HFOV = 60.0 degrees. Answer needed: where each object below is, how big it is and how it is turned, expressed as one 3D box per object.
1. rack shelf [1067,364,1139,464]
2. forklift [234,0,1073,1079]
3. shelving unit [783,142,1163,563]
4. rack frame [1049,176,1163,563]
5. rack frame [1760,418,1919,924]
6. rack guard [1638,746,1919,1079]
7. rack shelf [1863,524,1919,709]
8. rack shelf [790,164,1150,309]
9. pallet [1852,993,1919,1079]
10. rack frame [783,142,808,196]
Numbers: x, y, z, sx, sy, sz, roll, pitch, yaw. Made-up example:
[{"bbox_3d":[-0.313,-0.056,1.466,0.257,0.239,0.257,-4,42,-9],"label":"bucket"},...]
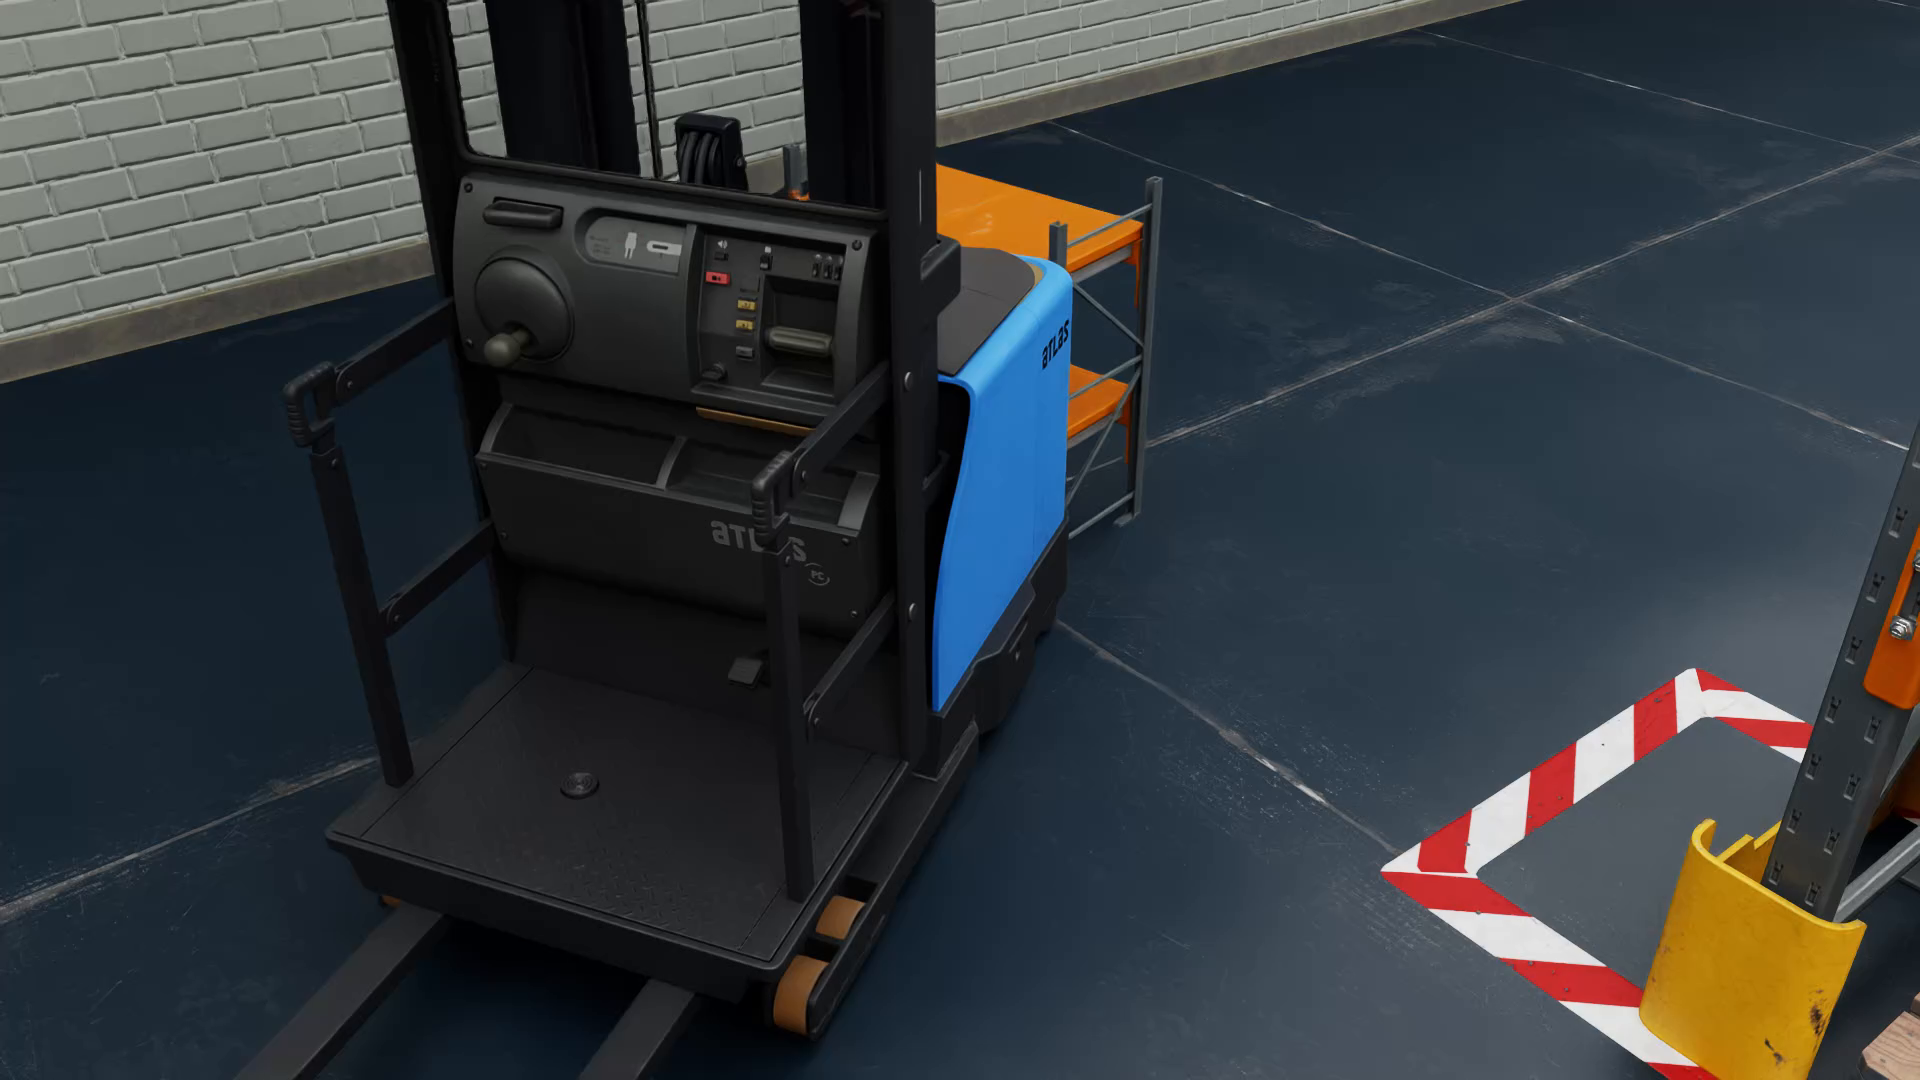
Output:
[{"bbox_3d":[0.025,-0.435,5.348,1.000,0.278,0.538,24,39,33],"label":"rack shelf"},{"bbox_3d":[-0.692,-0.441,3.182,1.130,2.935,3.031,12,34,18],"label":"forklift"},{"bbox_3d":[0.025,-0.643,5.219,1.048,1.125,0.538,24,39,33],"label":"shelving unit"},{"bbox_3d":[0.414,-0.470,4.941,0.032,1.125,0.500,24,39,33],"label":"rack frame"},{"bbox_3d":[2.032,-0.359,2.984,1.000,3.000,0.127,-22,38,-31],"label":"rack frame"},{"bbox_3d":[2.007,0.698,3.653,1.175,0.500,0.348,-22,38,-31],"label":"rack guard"},{"bbox_3d":[3.259,0.781,1.832,1.077,0.370,4.000,-22,38,-31],"label":"rack shelf"},{"bbox_3d":[0.025,-0.892,5.065,1.000,0.278,0.538,24,39,33],"label":"rack shelf"},{"bbox_3d":[2.507,1.182,3.146,1.003,0.211,1.213,-22,38,-31],"label":"pallet"},{"bbox_3d":[-0.364,-0.816,5.497,0.032,1.125,0.500,24,39,33],"label":"rack frame"}]
